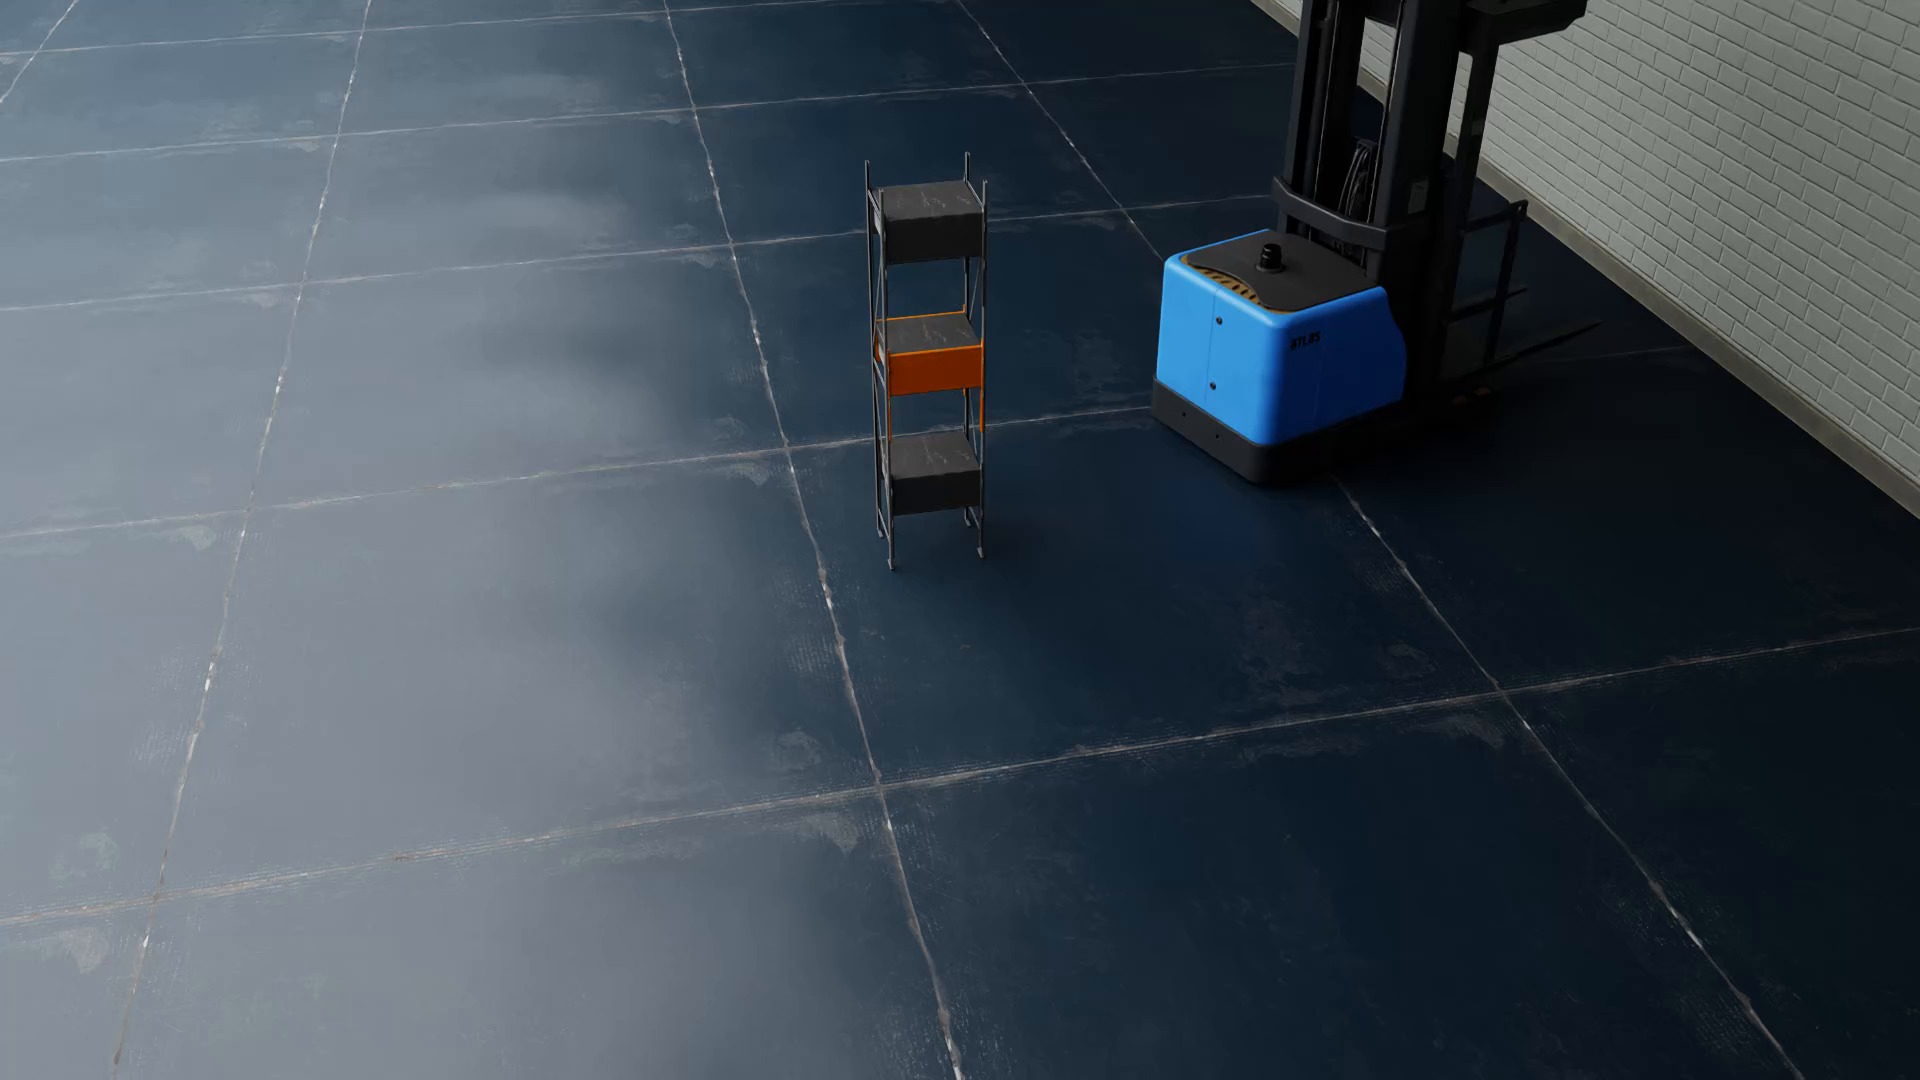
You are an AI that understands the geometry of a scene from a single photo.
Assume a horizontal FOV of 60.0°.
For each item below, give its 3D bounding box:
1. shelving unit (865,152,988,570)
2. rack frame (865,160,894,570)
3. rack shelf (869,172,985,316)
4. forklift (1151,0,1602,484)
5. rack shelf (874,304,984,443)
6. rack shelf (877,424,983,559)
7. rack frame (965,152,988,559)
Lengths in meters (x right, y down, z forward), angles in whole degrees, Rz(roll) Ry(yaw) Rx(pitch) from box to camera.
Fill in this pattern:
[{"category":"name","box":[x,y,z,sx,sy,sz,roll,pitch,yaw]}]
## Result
[{"category":"shelving unit","box":[-0.161,-0.852,8.358,0.503,2.100,0.431,-7,35,-11]},{"category":"rack frame","box":[-0.399,-0.822,8.313,0.015,2.100,0.400,-7,35,-11]},{"category":"rack shelf","box":[-0.161,-1.421,7.975,0.480,0.518,0.431,-7,35,-11]},{"category":"forklift","box":[2.668,-2.147,9.543,3.031,2.935,1.130,-19,38,-26]},{"category":"rack shelf","box":[-0.161,-0.840,8.365,0.480,0.518,0.431,-7,35,-11]},{"category":"rack shelf","box":[-0.161,-0.259,8.755,0.480,0.518,0.431,-7,35,-11]},{"category":"rack frame","box":[0.077,-0.882,8.402,0.015,2.100,0.400,-7,35,-11]}]
